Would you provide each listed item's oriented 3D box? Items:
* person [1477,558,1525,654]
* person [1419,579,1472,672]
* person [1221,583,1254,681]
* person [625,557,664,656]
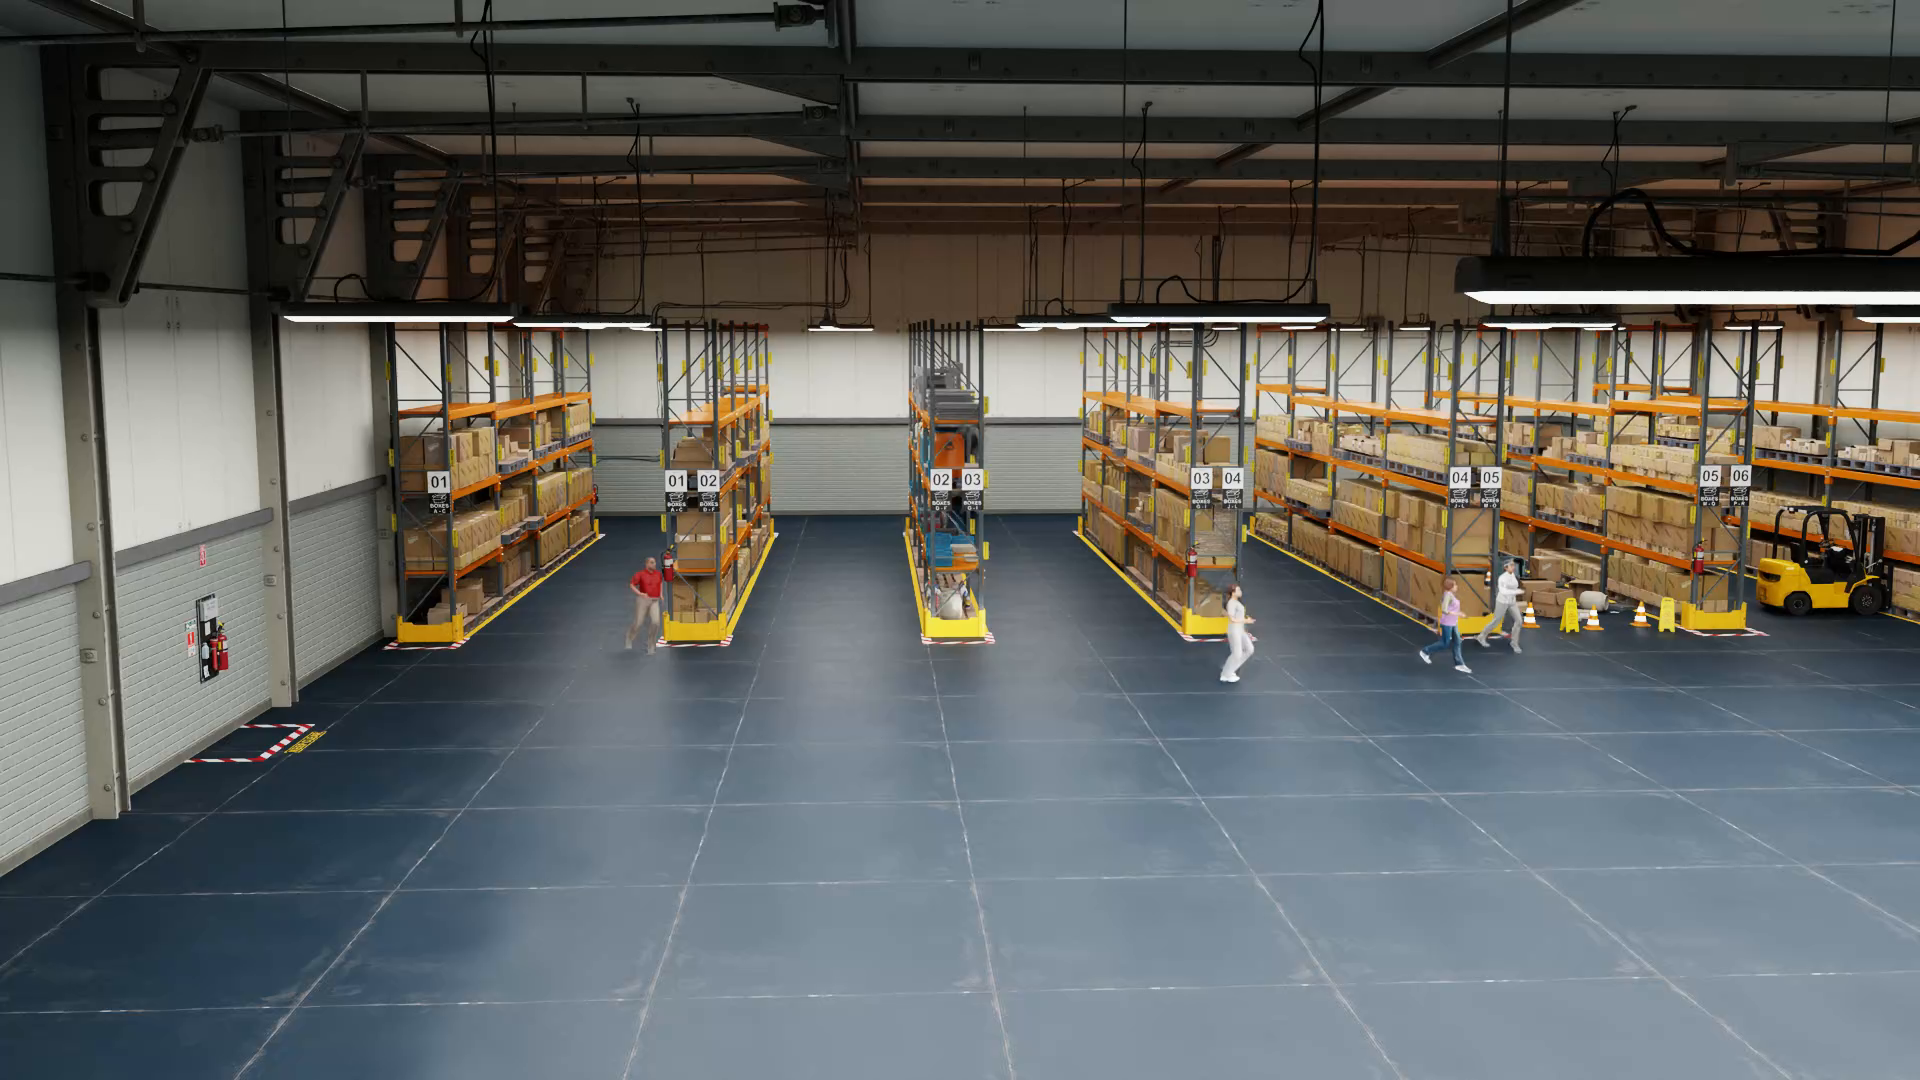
[{"bbox_3d":[9.860,1.172,30.137,0.622,1.741,0.877,-6,9,-39],"label":"person"},{"bbox_3d":[8.281,1.441,28.285,0.880,1.593,0.545,4,8,30],"label":"person"},{"bbox_3d":[4.594,1.522,27.388,0.577,1.631,0.552,3,8,22],"label":"person"},{"bbox_3d":[-5.643,1.185,30.057,0.748,1.760,0.825,-5,9,-34],"label":"person"}]
